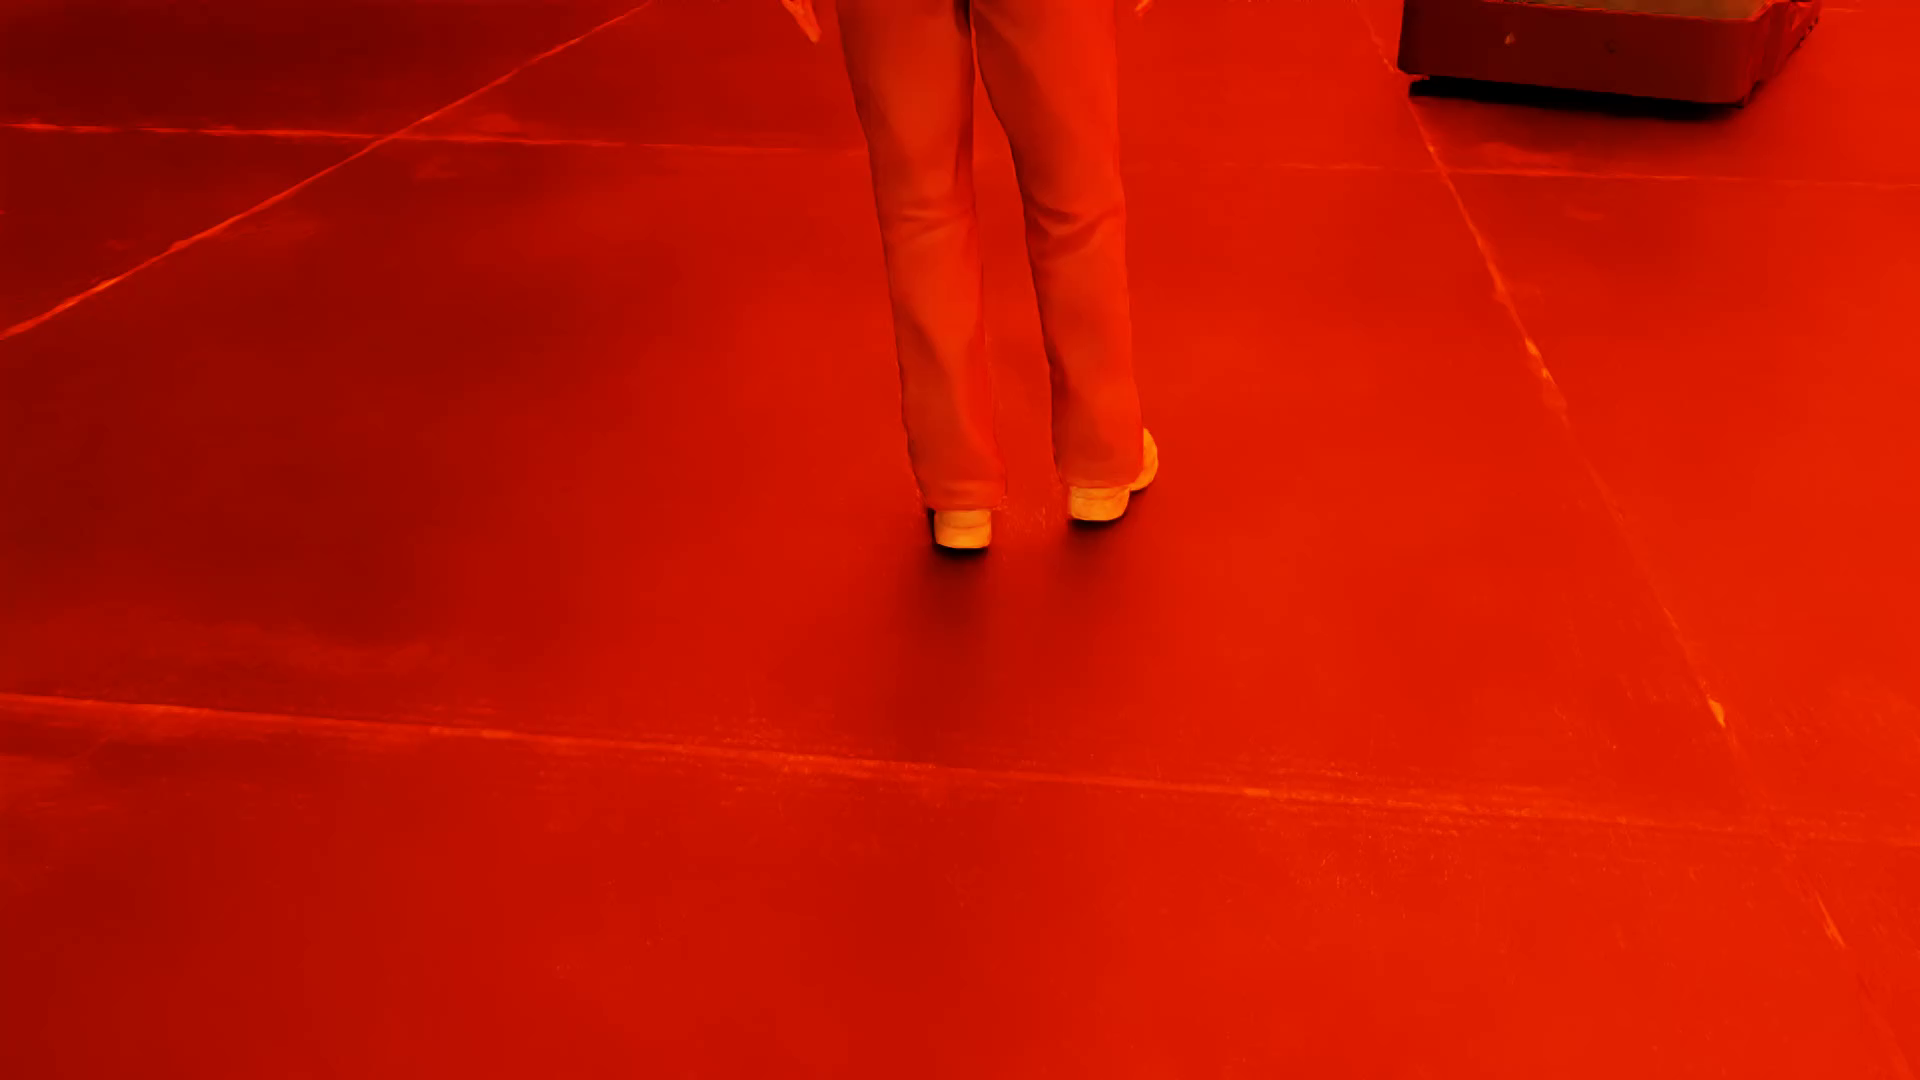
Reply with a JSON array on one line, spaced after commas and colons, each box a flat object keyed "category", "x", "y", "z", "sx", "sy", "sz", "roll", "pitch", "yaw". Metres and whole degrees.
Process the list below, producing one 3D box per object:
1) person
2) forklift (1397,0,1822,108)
[{"category": "person", "x": 0.021, "y": -0.788, "z": 2.187, "sx": 0.554, "sy": 1.674, "sz": 0.548, "roll": 3, "pitch": 27, "yaw": 7}, {"category": "forklift", "x": 2.611, "y": -3.228, "z": 5.688, "sx": 1.130, "sy": 2.935, "sz": 3.031, "roll": 15, "pitch": 30, "yaw": 27}]
